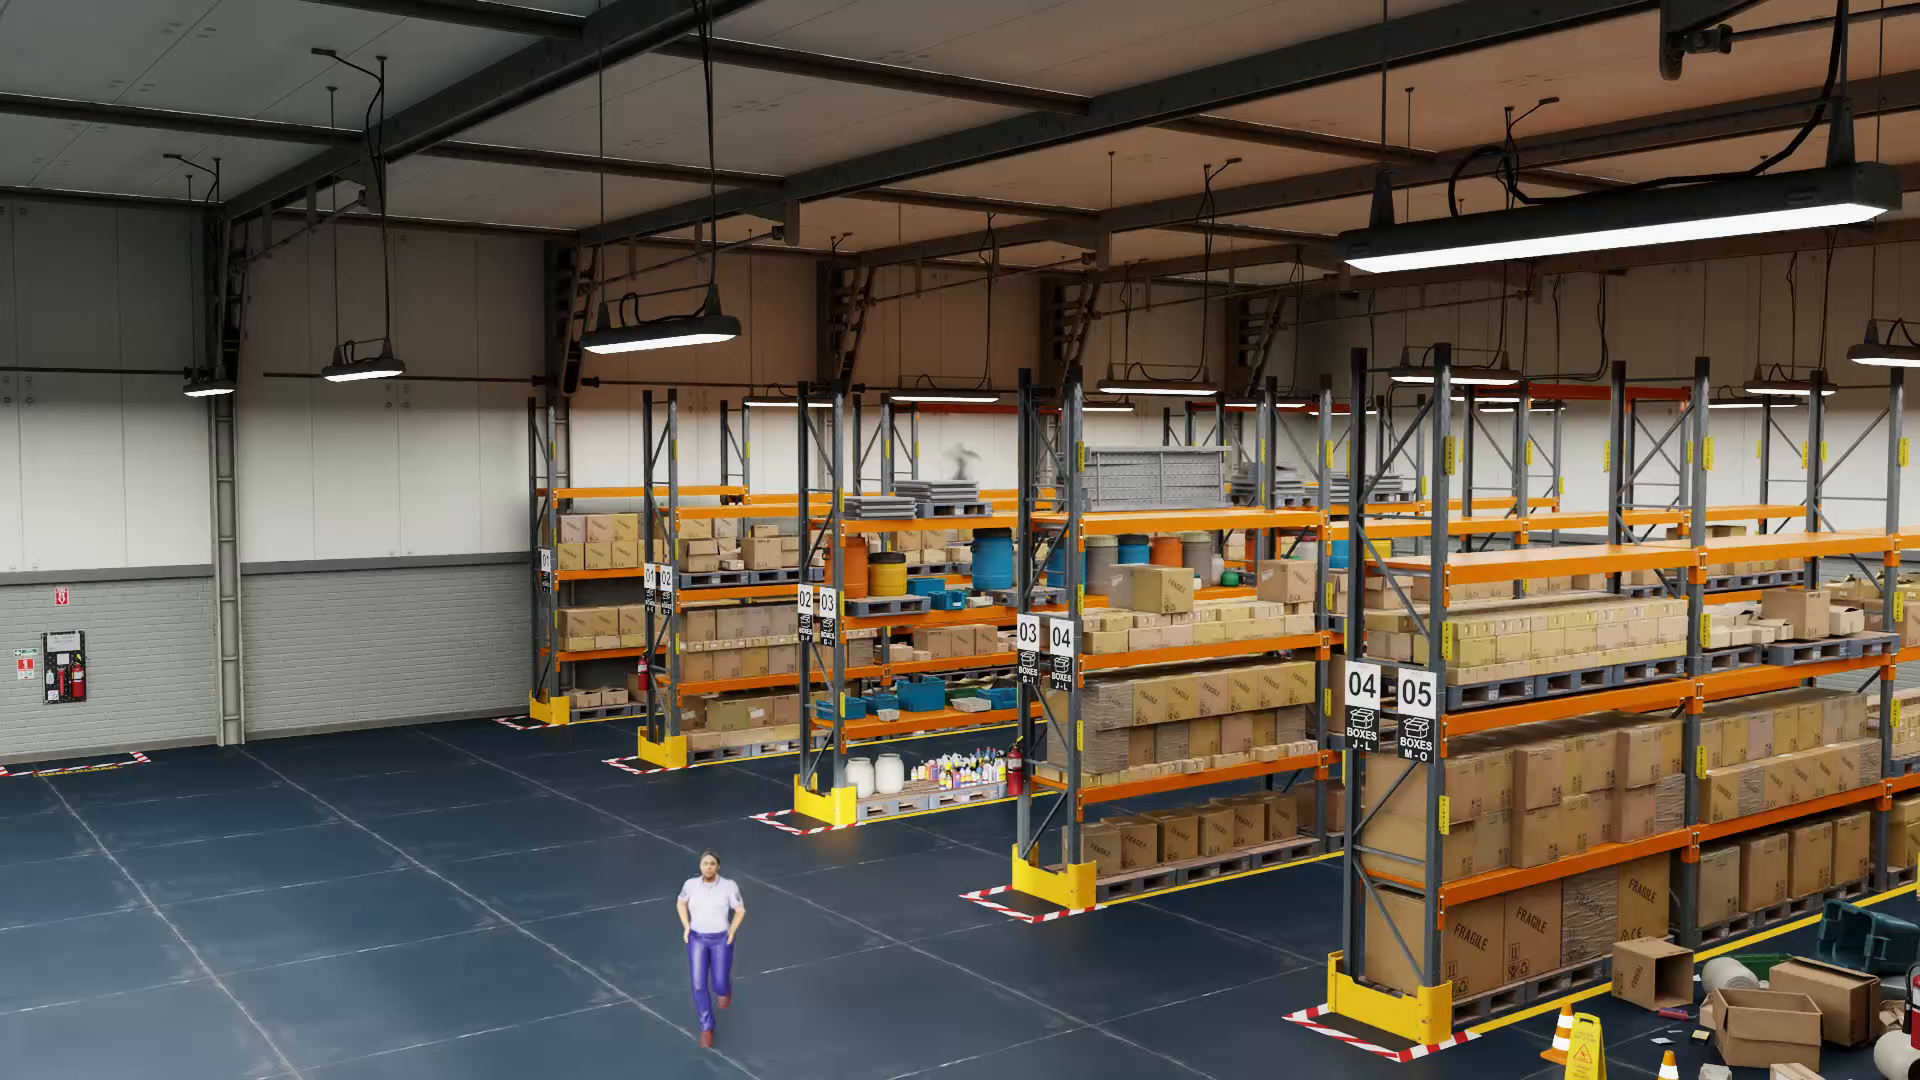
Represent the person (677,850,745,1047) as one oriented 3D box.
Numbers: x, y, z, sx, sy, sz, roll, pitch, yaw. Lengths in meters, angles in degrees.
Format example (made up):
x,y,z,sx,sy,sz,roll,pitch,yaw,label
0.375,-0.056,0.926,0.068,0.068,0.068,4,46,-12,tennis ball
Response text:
x,y,z,sx,sy,sz,roll,pitch,yaw,label
-2.179,3.611,14.518,0.607,1.436,0.724,0,3,-2,person
